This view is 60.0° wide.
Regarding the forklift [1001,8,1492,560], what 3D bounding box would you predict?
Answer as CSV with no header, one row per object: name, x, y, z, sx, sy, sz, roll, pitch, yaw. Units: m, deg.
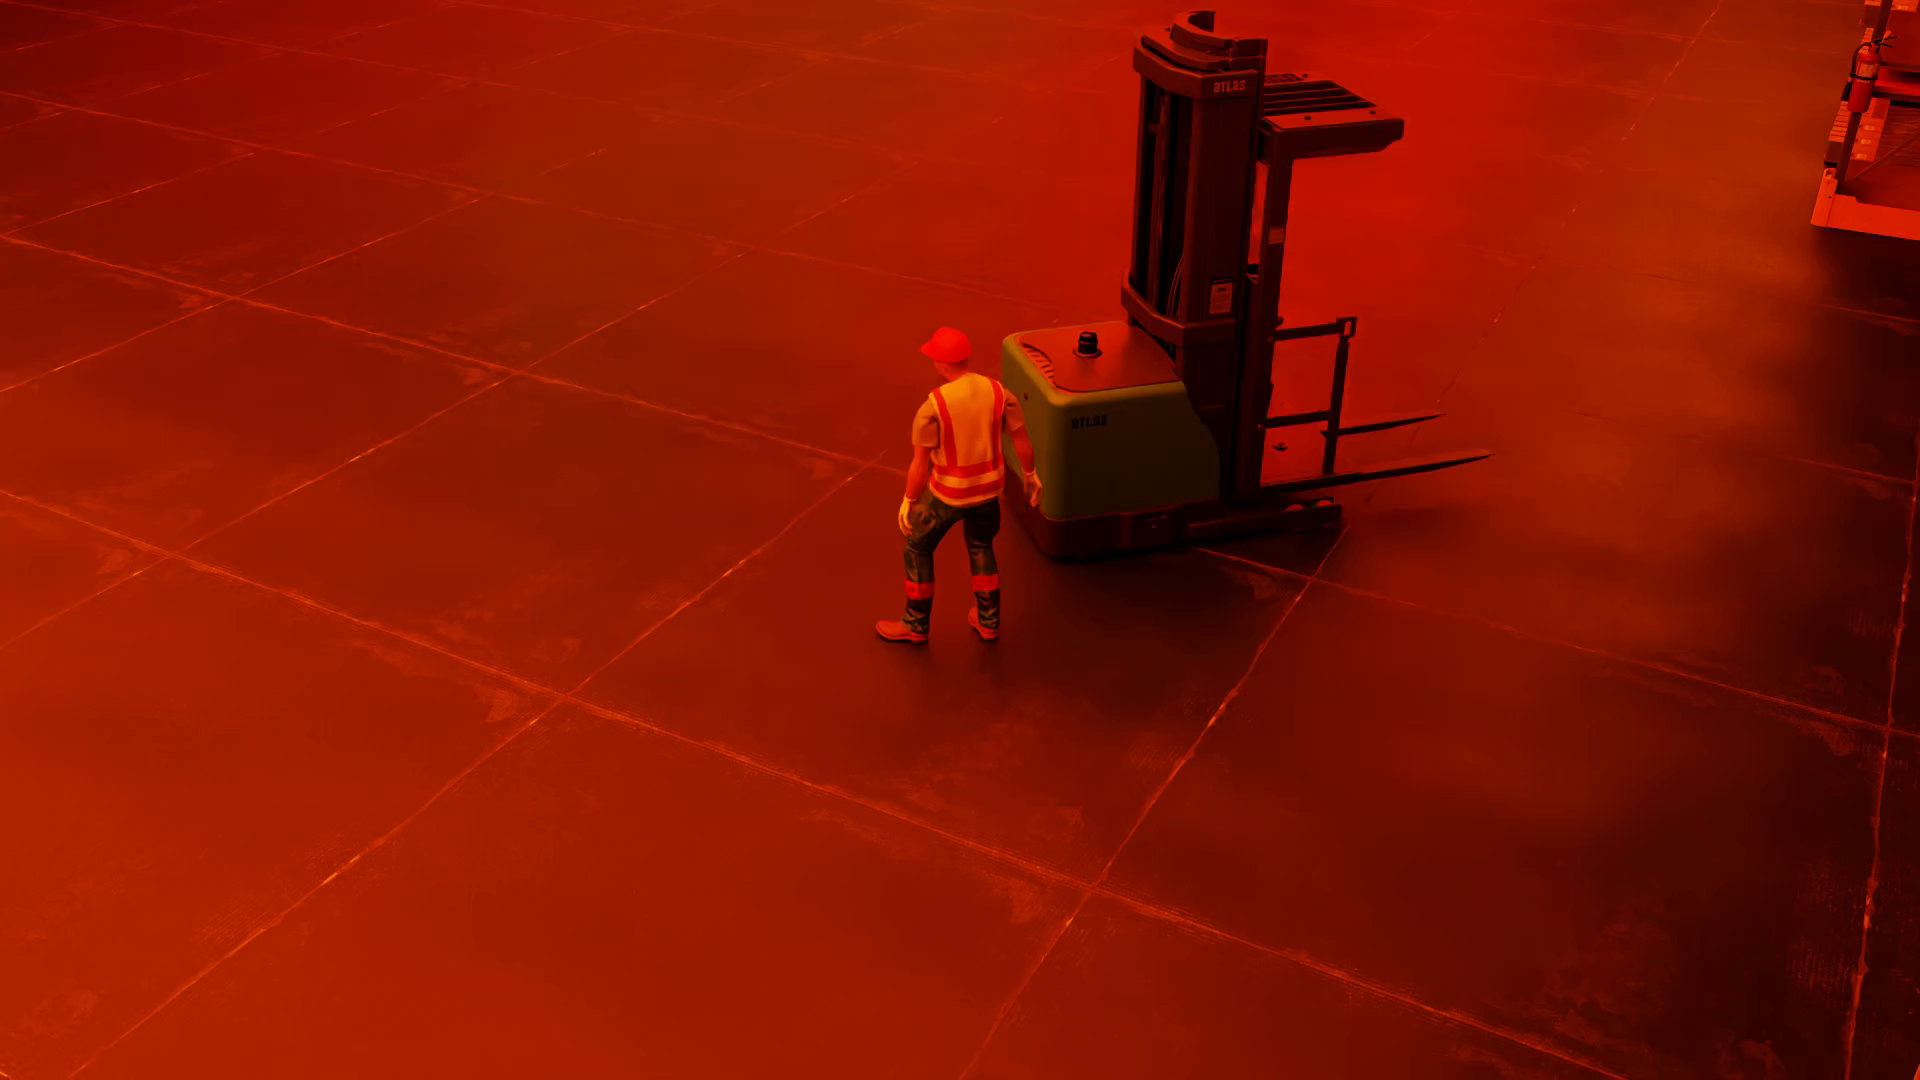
forklift,1.813,-1.562,9.778,3.031,2.935,1.130,-8,31,-14

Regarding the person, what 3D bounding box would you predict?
person,-0.015,-0.280,8.745,0.868,1.749,0.437,-14,33,-23
